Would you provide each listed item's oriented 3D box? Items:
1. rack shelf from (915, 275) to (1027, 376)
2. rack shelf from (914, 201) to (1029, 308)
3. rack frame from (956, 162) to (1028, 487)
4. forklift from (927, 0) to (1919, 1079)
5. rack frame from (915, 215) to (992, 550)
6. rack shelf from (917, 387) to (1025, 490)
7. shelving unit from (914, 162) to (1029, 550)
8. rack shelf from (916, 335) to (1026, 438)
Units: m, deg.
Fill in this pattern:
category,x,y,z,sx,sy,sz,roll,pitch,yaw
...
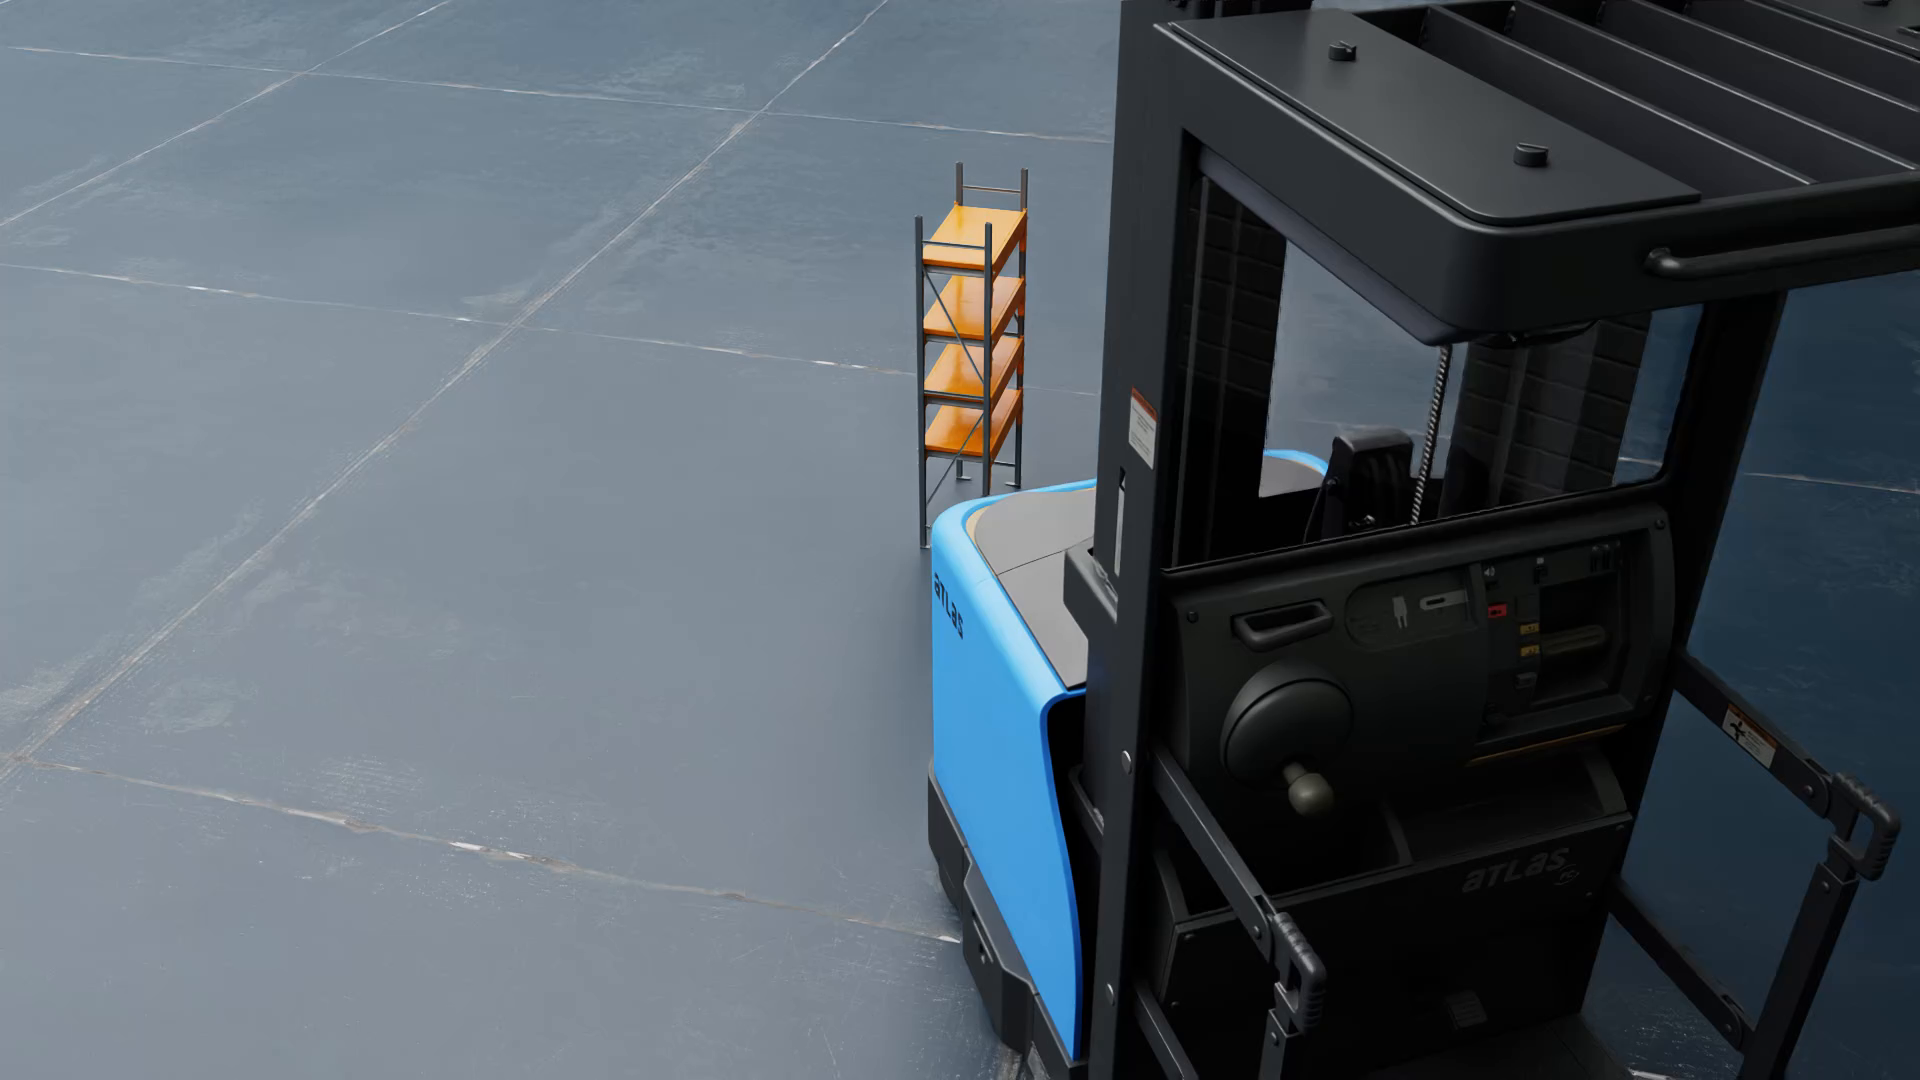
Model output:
category,x,y,z,sx,sy,sz,roll,pitch,yaw
rack shelf,0.042,-0.724,5.479,0.258,0.148,0.480,8,33,12
rack shelf,0.042,-0.924,5.352,0.258,0.148,0.480,8,33,12
rack frame,0.104,-0.719,5.762,0.240,1.200,0.015,8,33,12
forklift,0.862,0.256,2.615,1.130,2.935,3.031,-10,34,-15
rack frame,-0.020,-0.466,5.364,0.240,1.200,0.015,8,33,12
rack shelf,0.042,-0.368,5.706,0.258,0.148,0.480,8,33,12
shelving unit,0.042,-0.592,5.563,0.258,1.200,0.503,8,33,12
rack shelf,0.042,-0.535,5.599,0.258,0.148,0.480,8,33,12
